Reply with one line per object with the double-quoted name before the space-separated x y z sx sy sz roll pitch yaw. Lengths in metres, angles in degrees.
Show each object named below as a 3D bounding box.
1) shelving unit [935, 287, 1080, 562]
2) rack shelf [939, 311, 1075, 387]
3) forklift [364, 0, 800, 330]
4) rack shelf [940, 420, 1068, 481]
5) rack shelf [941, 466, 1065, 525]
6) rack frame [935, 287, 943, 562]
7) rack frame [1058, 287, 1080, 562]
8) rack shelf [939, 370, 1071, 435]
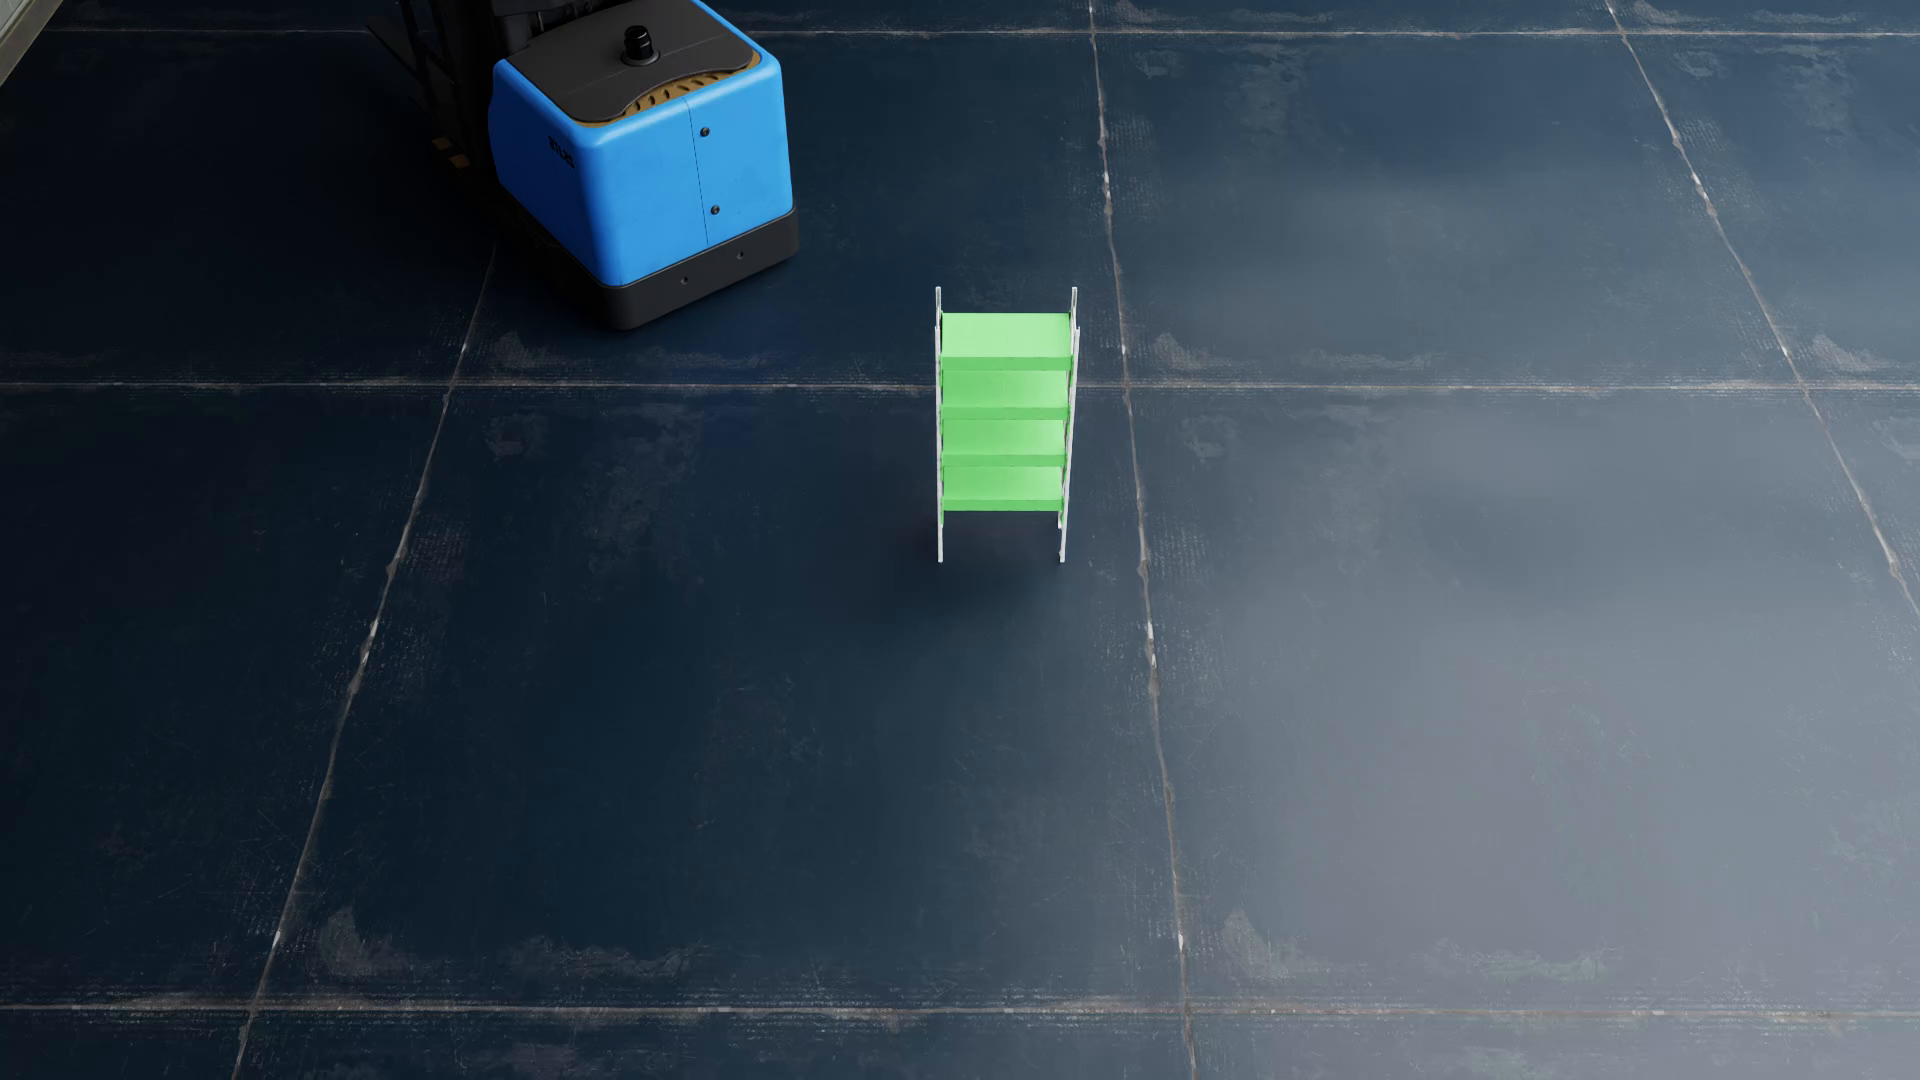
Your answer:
"shelving unit" 0.166 -0.408 6.310 0.503 1.200 0.258 0 47 0
"rack shelf" 0.166 -0.692 6.006 0.480 0.148 0.258 0 47 0
"forklift" -2.068 -2.979 7.521 1.130 2.935 3.031 -30 54 -25
"rack shelf" 0.166 -0.365 6.357 0.480 0.148 0.258 0 47 0
"rack shelf" 0.166 -0.201 6.533 0.480 0.148 0.258 0 47 0
"rack frame" -0.078 -0.409 6.311 0.015 1.200 0.240 0 47 0
"rack frame" 0.410 -0.408 6.310 0.015 1.200 0.240 0 47 0
"rack shelf" 0.166 -0.528 6.181 0.480 0.148 0.258 0 47 0
